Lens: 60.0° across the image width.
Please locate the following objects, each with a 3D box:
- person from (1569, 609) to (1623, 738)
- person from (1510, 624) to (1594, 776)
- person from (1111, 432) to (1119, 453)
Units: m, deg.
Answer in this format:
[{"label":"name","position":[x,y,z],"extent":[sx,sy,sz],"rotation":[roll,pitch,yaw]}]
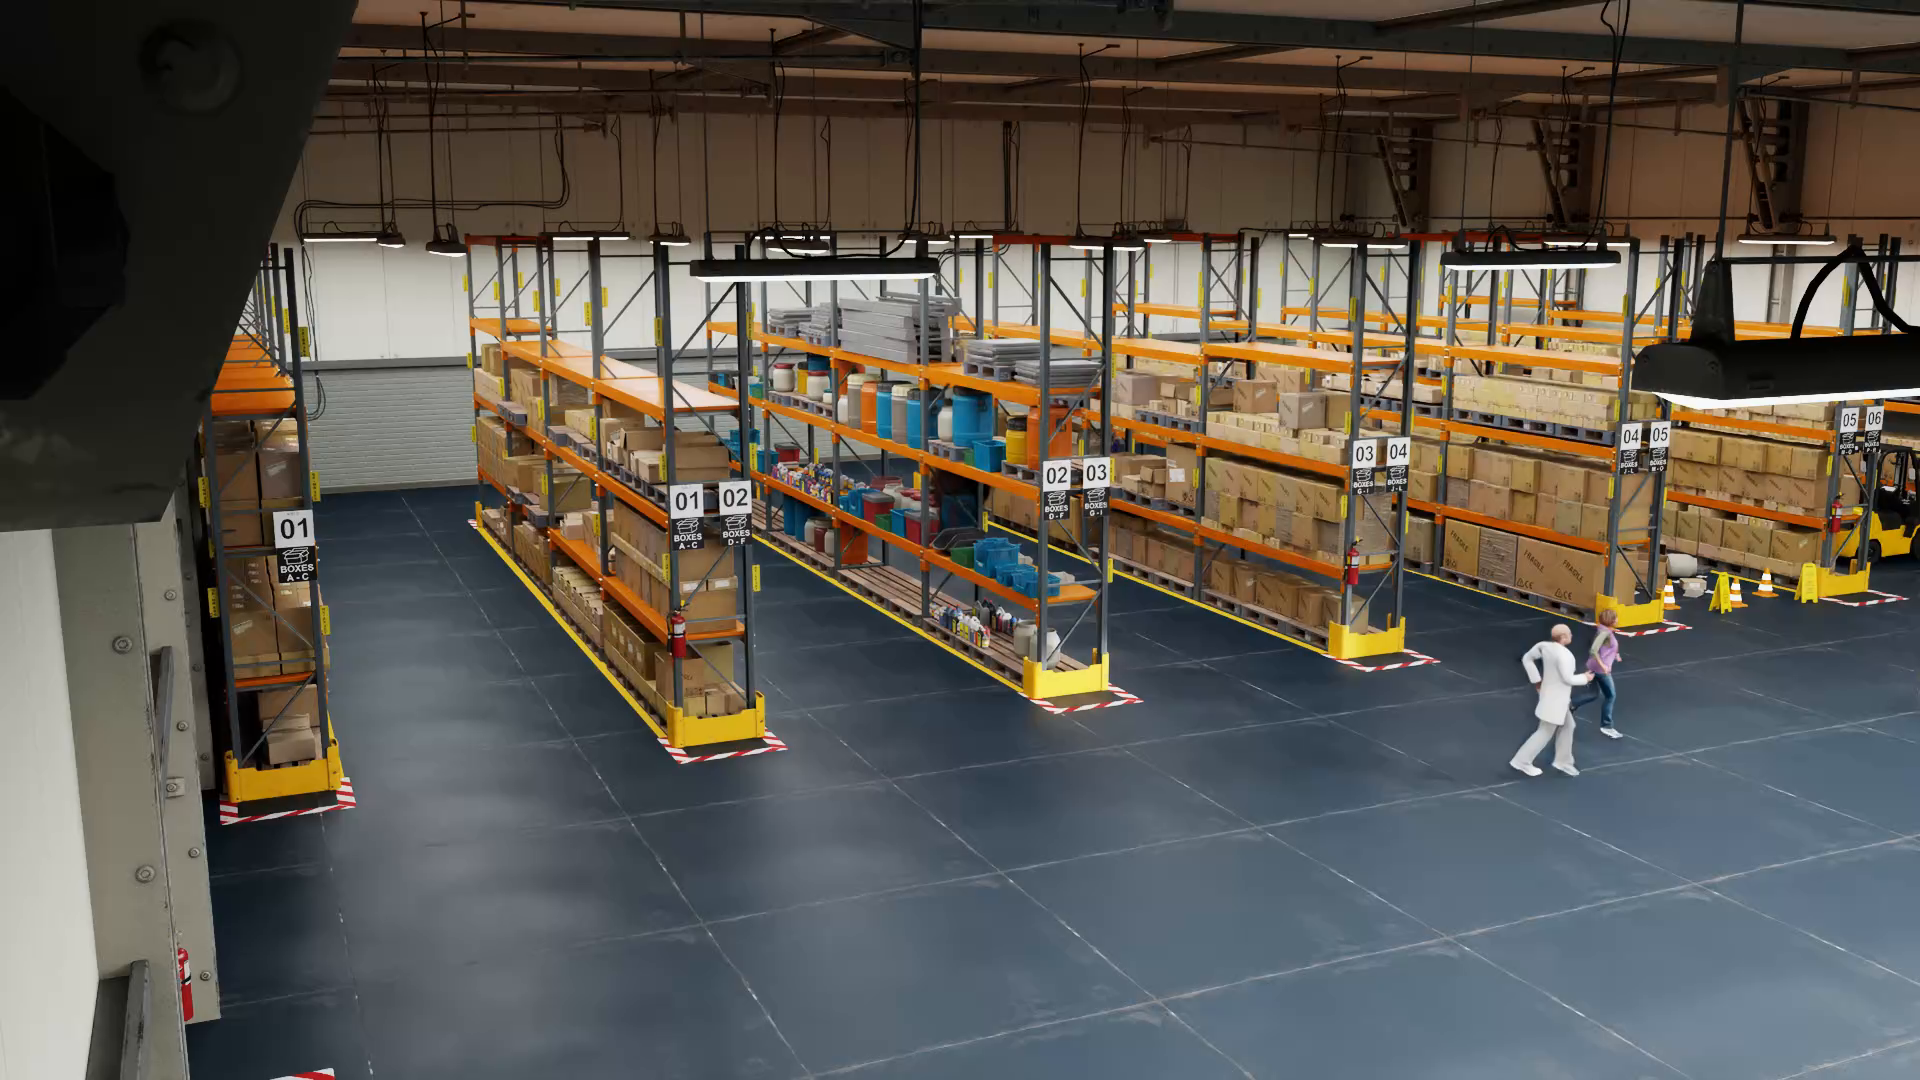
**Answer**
[{"label":"person","position":[7.824,1.630,20.533],"extent":[0.775,1.607,0.536],"rotation":[2,11,11]},{"label":"person","position":[6.733,1.853,18.903],"extent":[0.880,1.831,0.683],"rotation":[0,11,1]},{"label":"person","position":[3.343,-1.721,38.031],"extent":[0.617,1.613,0.959],"rotation":[-5,12,-26]}]
